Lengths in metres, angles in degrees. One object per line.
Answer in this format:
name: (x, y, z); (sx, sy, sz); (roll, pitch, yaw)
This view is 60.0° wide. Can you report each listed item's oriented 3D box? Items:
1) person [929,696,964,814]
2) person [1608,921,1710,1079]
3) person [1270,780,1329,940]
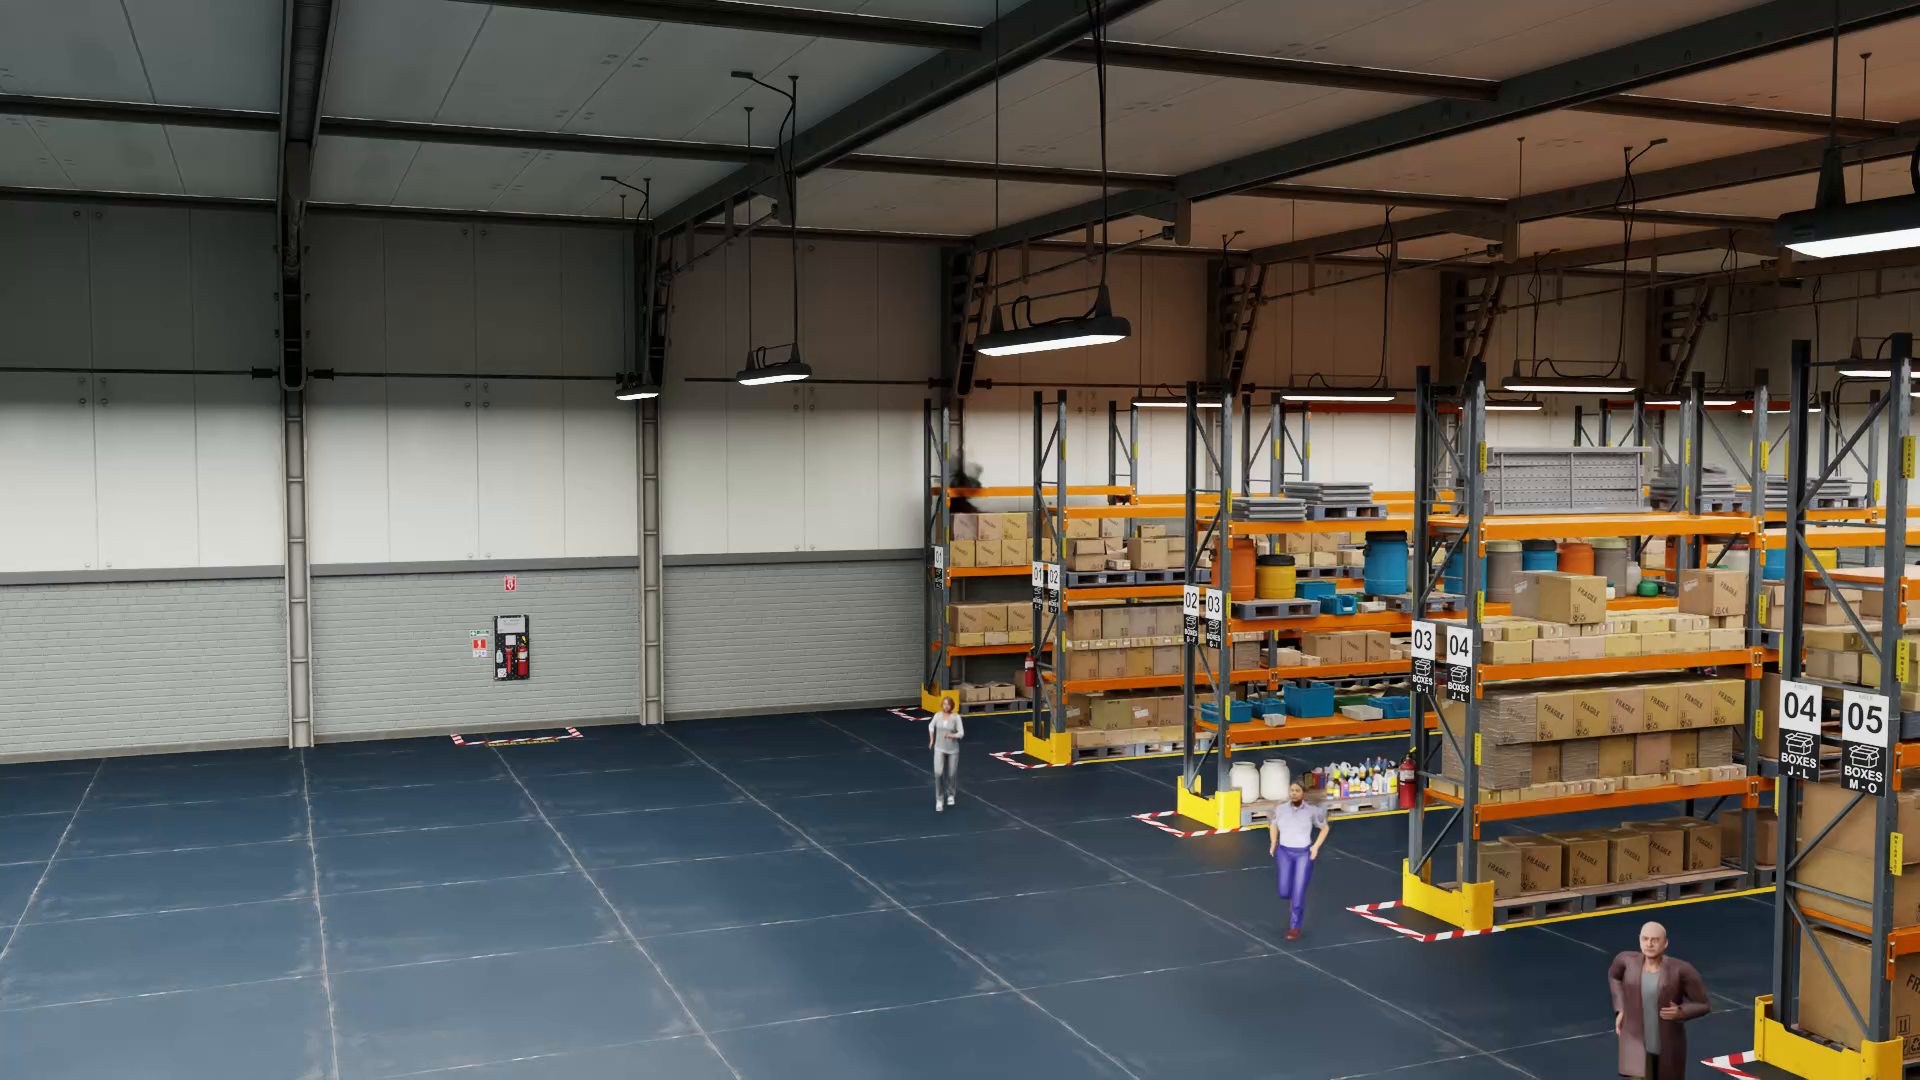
person: (-0.196, 2.992, 23.287); (0.509, 1.623, 0.693); (0, 3, 3)
person: (4.906, 3.584, 11.715); (0.675, 1.830, 0.940); (1, 4, 24)
person: (3.566, 3.342, 17.545); (0.615, 1.612, 0.716); (2, 4, 25)
